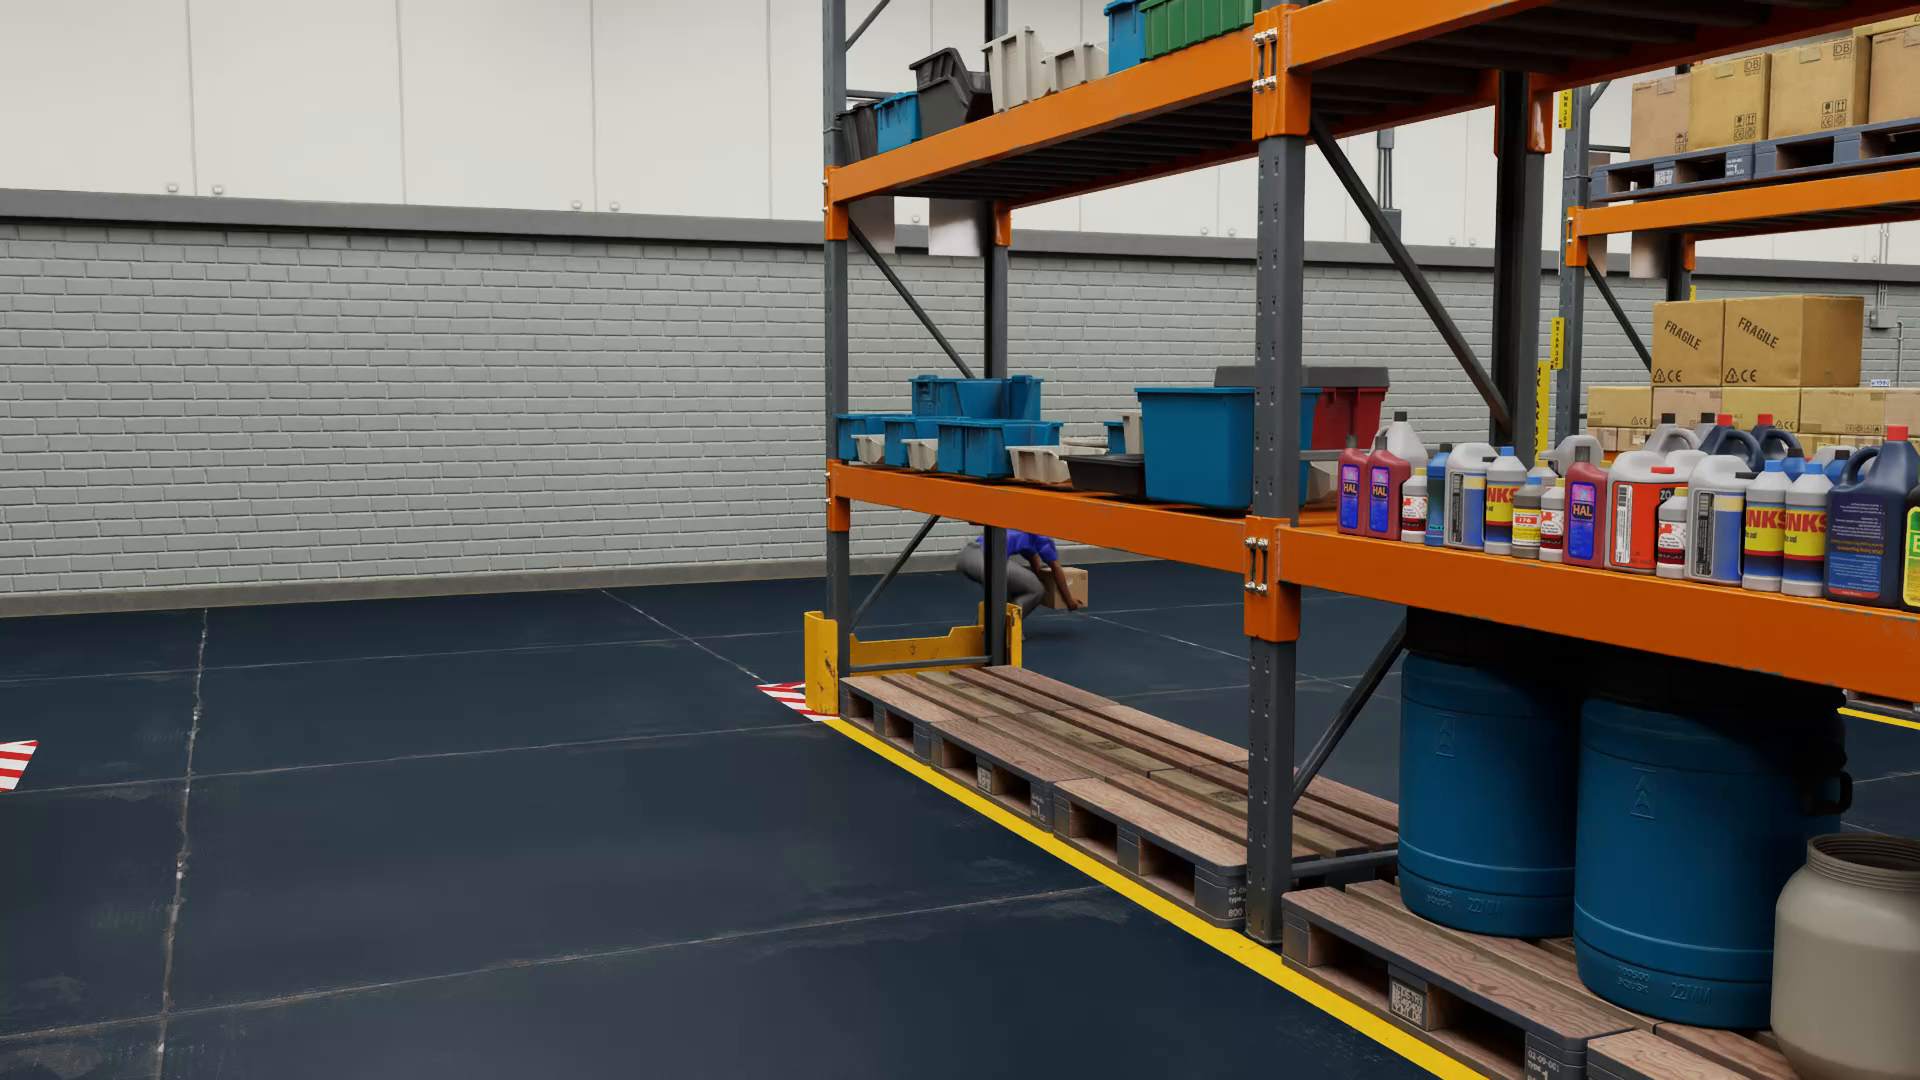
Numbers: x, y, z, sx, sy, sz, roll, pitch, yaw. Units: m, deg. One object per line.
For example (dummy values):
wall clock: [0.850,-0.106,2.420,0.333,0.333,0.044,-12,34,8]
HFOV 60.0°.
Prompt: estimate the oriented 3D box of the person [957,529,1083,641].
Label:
person: [0.390,0.206,11.219,0.862,0.936,0.462,-3,6,-25]
